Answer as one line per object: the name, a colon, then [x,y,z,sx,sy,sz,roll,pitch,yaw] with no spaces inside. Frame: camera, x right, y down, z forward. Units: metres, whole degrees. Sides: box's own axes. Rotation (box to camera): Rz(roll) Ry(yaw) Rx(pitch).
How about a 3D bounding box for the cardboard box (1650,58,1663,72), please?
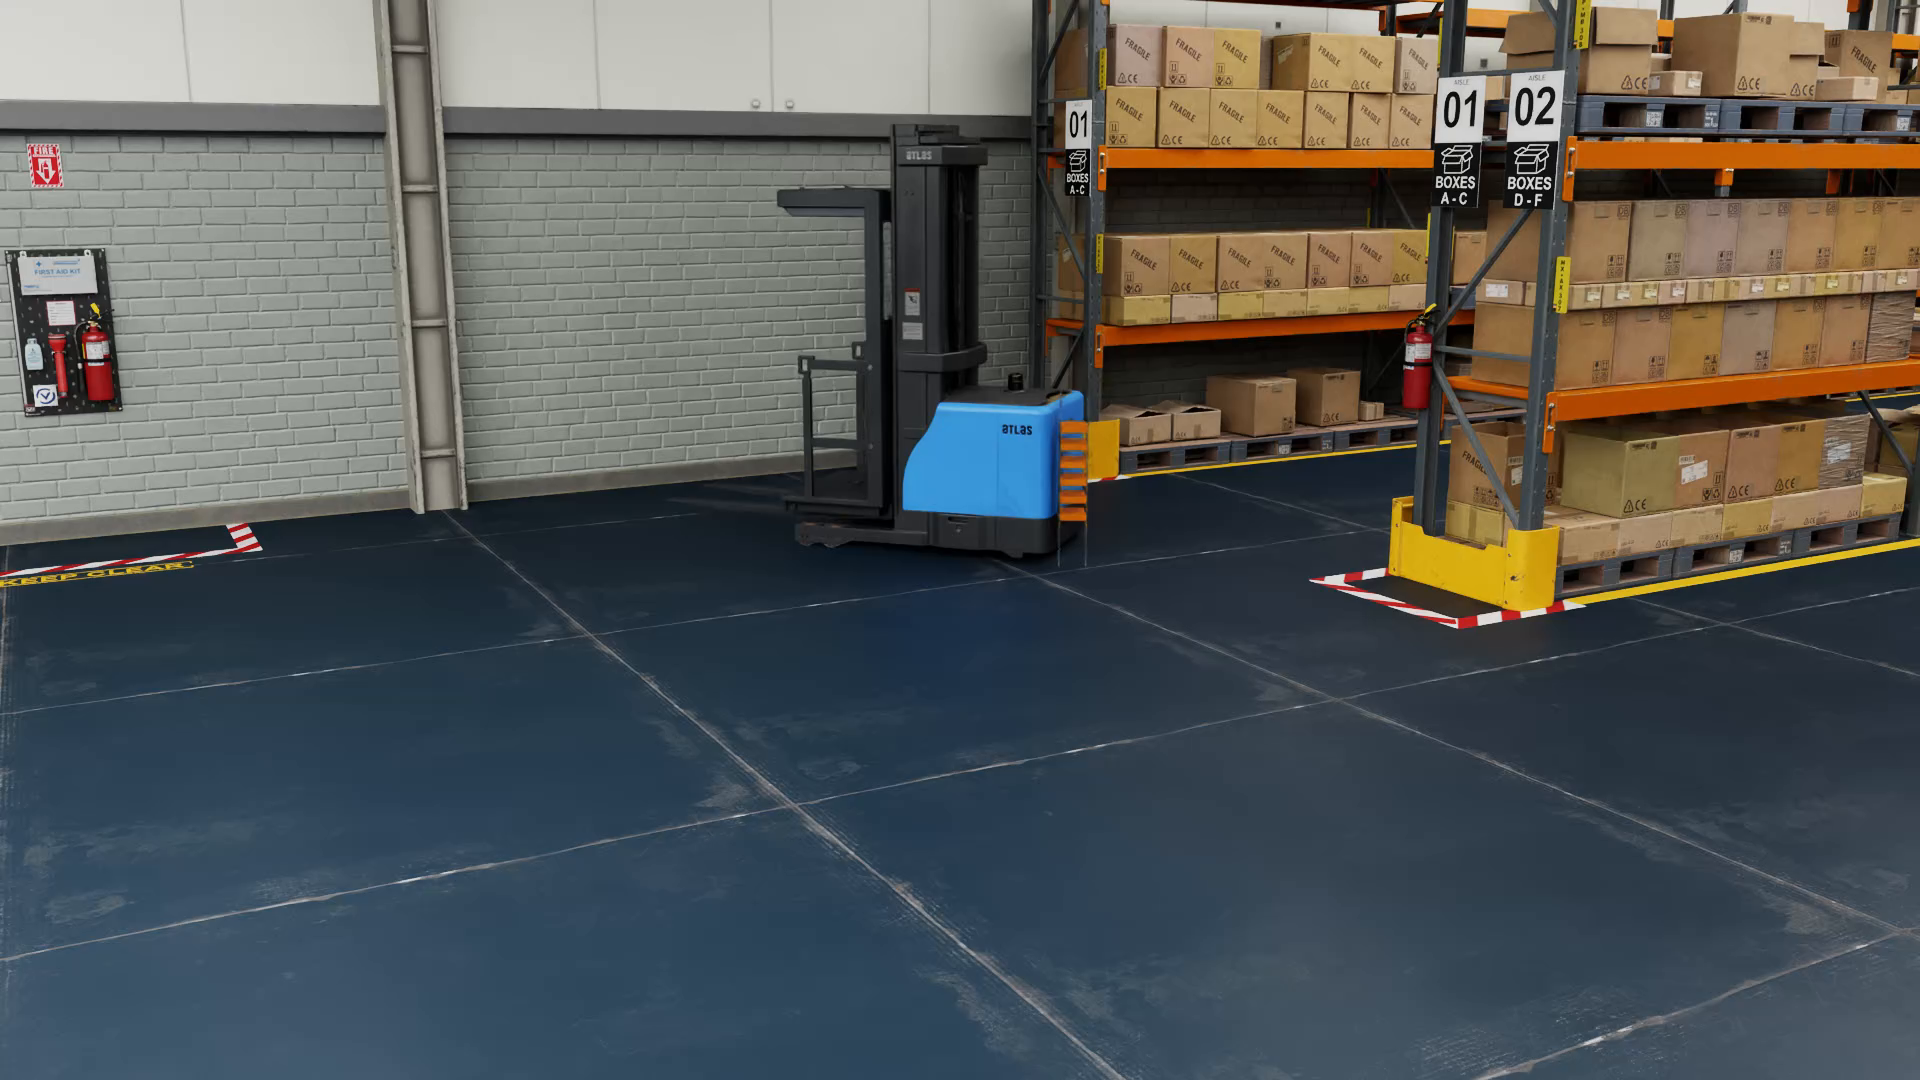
cardboard box: [4.180,-2.990,10.798,0.500,0.250,0.500,-7,14,-28]

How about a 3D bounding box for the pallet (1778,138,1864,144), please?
pallet: [9.461,-4.518,18.951,1.213,0.211,1.003,-6,14,-25]

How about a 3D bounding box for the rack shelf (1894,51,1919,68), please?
rack shelf: [13.207,-5.962,20.657,4.000,0.370,1.077,-7,14,-28]

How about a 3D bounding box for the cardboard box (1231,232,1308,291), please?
cardboard box: [2.824,-2.563,15.256,0.500,0.500,0.500,-6,14,-26]

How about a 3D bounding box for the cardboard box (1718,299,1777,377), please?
cardboard box: [5.069,-1.413,11.330,0.500,0.500,0.700,-6,14,-26]

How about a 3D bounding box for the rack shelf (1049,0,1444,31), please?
rack shelf: [2.674,-4.894,15.004,4.000,0.370,1.077,-7,14,-28]

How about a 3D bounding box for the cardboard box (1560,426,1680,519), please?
cardboard box: [4.311,-0.450,10.877,0.500,0.500,0.500,-7,14,-28]

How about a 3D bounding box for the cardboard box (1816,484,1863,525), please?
cardboard box: [6.061,-0.297,11.904,0.500,0.250,0.500,-7,14,-28]

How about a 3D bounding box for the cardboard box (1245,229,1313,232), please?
cardboard box: [3.021,-2.718,15.942,0.500,0.500,0.500,-6,14,-26]

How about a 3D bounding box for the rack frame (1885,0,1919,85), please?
rack frame: [11.452,-6.298,19.599,0.127,3.000,1.000,-7,14,-28]

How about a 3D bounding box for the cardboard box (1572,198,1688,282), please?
cardboard box: [4.217,-1.945,10.737,0.500,0.500,0.700,-7,15,-29]

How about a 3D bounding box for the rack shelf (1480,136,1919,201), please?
rack shelf: [5.051,-2.478,11.093,4.000,0.370,1.077,-7,14,-28]

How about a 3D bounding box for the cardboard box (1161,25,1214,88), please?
cardboard box: [1.838,-4.155,14.359,0.500,0.500,0.500,-7,14,-29]

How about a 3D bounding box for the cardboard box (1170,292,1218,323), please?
cardboard box: [1.948,-2.093,14.874,0.500,0.250,0.500,-7,15,-30]

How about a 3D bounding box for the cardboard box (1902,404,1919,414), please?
cardboard box: [7.918,-0.918,13.387,0.500,0.311,0.500,-7,14,-28]

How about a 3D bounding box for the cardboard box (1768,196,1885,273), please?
cardboard box: [5.977,-2.156,11.674,0.500,0.500,0.700,-7,14,-28]

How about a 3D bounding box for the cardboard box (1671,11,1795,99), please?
cardboard box: [4.884,-3.062,10.548,0.500,0.500,0.500,-7,14,-28]

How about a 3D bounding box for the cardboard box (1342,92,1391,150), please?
cardboard box: [3.655,-3.900,15.502,0.500,0.500,0.500,-8,15,-33]

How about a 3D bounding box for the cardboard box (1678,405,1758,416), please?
cardboard box: [5.372,-0.711,12.035,0.500,0.500,0.500,-7,14,-28]

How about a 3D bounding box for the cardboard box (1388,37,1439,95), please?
cardboard box: [4.120,-4.435,15.599,0.500,0.500,0.500,-8,15,-33]

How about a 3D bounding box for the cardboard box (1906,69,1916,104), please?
cardboard box: [11.953,-5.500,20.332,0.500,0.500,0.500,-7,14,-28]

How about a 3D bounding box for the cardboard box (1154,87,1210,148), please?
cardboard box: [1.821,-3.667,14.468,0.500,0.500,0.500,-6,14,-24]

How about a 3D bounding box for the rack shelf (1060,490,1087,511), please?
rack shelf: [0.769,-0.273,11.340,0.180,0.103,0.258,0,13,2]

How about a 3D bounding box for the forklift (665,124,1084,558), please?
forklift: [-0.665,-1.476,11.993,3.031,2.935,1.130,4,13,18]

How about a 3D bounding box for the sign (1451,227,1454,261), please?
sign: [4.697,-2.848,15.962,0.005,0.325,0.100,-7,14,-28]

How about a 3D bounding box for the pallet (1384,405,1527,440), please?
pallet: [5.113,-1.252,17.189,1.213,0.211,1.003,-7,14,-28]

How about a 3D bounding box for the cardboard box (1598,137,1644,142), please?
cardboard box: [6.759,-4.356,17.518,0.637,0.503,0.797,-5,14,-20]

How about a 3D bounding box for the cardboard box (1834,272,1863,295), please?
cardboard box: [5.994,-1.789,11.523,0.250,0.149,0.380,-7,14,-28]

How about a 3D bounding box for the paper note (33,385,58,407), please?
paper note: [-6.523,-1.030,11.862,0.142,0.148,0.016,-7,14,-28]

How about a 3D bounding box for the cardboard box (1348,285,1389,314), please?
cardboard box: [3.718,-2.307,15.826,0.500,0.250,0.500,-7,14,-28]

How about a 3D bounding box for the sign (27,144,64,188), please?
sign: [-6.390,-2.615,11.616,0.199,0.298,0.001,-7,14,-28]

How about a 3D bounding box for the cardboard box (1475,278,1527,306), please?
cardboard box: [3.540,-1.597,10.668,0.250,0.149,0.380,-7,15,-29]

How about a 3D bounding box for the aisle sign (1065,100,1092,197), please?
aisle sign: [1.000,-3.312,14.072,0.004,0.787,0.394,-7,14,-28]

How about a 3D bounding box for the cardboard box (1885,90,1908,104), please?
cardboard box: [10.627,-5.027,19.552,0.500,0.500,0.700,-8,15,-31]

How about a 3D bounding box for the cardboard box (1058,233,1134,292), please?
cardboard box: [1.231,-2.502,14.983,0.500,0.500,0.500,-7,14,-28]

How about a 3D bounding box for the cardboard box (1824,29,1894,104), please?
cardboard box: [6.238,-3.359,11.866,0.500,0.500,0.500,-6,14,-23]

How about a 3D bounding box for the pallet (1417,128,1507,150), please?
pallet: [5.023,-3.946,16.407,1.003,0.211,1.213,-7,14,-28]

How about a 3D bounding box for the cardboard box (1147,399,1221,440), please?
cardboard box: [2.070,-1.127,15.408,0.500,0.311,0.500,-6,14,-23]

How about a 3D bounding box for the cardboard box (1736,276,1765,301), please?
cardboard box: [5.093,-1.681,11.043,0.250,0.149,0.380,-7,14,-27]

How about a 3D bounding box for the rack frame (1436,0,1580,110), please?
rack frame: [3.296,-4.081,9.749,0.127,3.000,1.000,-7,14,-28]

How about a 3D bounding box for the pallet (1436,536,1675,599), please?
pallet: [3.947,0.117,11.108,1.213,0.211,1.003,-7,14,-28]

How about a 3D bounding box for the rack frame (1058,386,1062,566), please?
rack frame: [0.678,-0.435,11.307,0.006,1.200,0.240,0,13,2]

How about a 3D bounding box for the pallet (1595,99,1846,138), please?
pallet: [5.001,-2.774,10.971,1.213,0.211,1.003,-7,14,-28]

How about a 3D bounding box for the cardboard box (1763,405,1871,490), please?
cardboard box: [6.060,-0.663,11.824,0.500,0.500,0.500,-7,14,-28]

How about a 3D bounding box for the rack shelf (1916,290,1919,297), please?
rack shelf: [9.696,-2.810,19.402,4.000,0.370,1.077,-7,14,-28]

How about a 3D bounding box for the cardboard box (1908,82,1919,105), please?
cardboard box: [7.352,-3.234,12.199,0.500,0.250,0.500,-5,14,-22]

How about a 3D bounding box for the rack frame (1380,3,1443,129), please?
rack frame: [4.430,-5.457,15.859,0.127,3.000,1.000,-7,14,-28]

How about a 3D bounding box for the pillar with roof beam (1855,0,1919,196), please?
pillar with roof beam: [13.714,-5.709,16.980,0.400,9.000,9.100,-7,14,-28]

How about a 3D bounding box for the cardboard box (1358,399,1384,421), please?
cardboard box: [3.975,-1.300,16.505,0.250,0.166,0.380,-9,16,-35]

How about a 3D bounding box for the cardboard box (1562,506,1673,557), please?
cardboard box: [4.310,-0.085,10.961,0.500,0.250,0.500,-7,14,-28]

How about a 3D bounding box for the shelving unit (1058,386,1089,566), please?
shelving unit: [0.769,-0.434,11.304,0.189,1.200,0.258,0,13,2]

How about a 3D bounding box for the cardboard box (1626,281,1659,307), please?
cardboard box: [4.193,-1.574,10.566,0.250,0.149,0.380,-7,14,-28]

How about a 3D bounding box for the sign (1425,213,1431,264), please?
sign: [3.048,-1.941,10.726,0.005,0.325,0.100,-7,14,-28]
